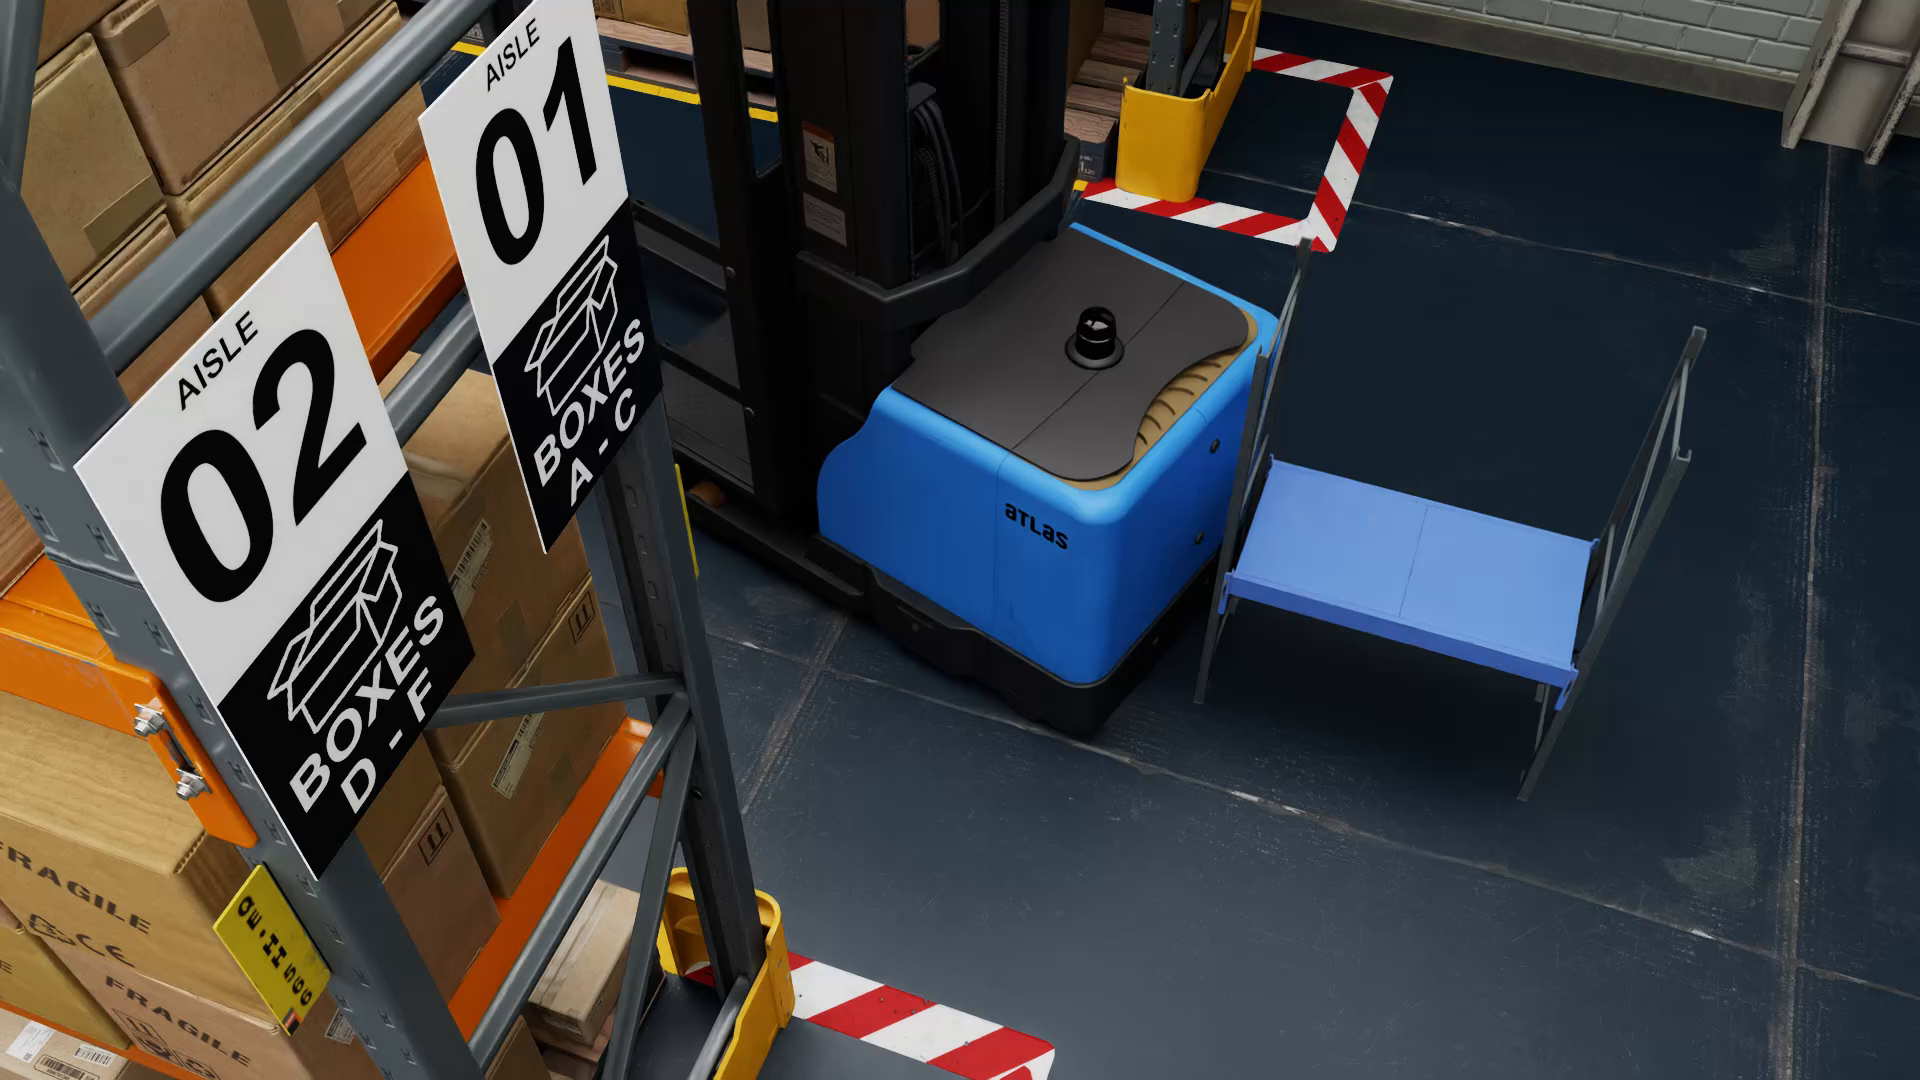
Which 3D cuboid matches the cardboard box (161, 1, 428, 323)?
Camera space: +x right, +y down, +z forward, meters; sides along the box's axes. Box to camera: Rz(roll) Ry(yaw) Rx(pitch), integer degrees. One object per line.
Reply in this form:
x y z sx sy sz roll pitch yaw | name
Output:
-1.127 -0.583 2.384 0.500 0.250 0.500 16 51 13 | cardboard box

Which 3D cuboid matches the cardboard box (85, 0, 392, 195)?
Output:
-1.124 -0.751 2.199 0.500 0.250 0.500 16 51 13 | cardboard box

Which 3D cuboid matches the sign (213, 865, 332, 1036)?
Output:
-0.944 0.571 2.295 0.005 0.325 0.100 16 51 13 | sign

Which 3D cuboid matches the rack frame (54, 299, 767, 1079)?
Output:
-0.733 0.665 3.188 0.127 3.000 1.000 16 51 13 | rack frame

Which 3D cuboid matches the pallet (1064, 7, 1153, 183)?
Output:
0.203 -2.088 7.420 1.213 0.211 1.003 16 51 13 | pallet

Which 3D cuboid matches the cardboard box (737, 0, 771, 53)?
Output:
-0.652 -2.541 7.343 0.500 0.500 0.700 14 51 12 | cardboard box

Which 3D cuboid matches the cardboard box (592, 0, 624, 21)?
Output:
-1.636 -2.811 7.578 0.500 0.500 0.700 15 51 13 | cardboard box

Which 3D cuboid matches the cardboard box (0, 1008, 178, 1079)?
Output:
-2.209 1.184 4.267 0.500 0.250 0.500 16 51 13 | cardboard box

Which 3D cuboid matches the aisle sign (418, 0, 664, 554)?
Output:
-0.567 -0.376 2.371 0.004 0.787 0.394 16 51 13 | aisle sign

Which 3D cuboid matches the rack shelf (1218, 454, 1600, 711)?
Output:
1.321 0.108 4.902 1.000 0.185 0.538 16 51 13 | rack shelf

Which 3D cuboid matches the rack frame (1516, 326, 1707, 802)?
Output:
1.797 0.126 4.648 0.032 1.500 0.500 16 51 13 | rack frame

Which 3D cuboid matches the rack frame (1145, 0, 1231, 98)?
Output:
0.980 -2.847 6.233 0.127 3.000 1.000 16 51 13 | rack frame

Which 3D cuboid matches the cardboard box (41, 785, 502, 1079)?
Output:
-1.247 0.708 3.085 0.500 0.500 0.500 17 51 14 | cardboard box

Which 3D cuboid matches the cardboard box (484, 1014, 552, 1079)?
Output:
-1.328 1.372 3.939 0.500 0.500 0.500 16 51 13 | cardboard box

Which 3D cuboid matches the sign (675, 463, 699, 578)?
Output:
-0.545 -0.003 3.195 0.005 0.325 0.100 16 51 13 | sign

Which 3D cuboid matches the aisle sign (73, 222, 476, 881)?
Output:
-0.775 0.049 2.002 0.004 0.787 0.394 16 51 13 | aisle sign

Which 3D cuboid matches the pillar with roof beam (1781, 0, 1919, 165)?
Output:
2.321 -1.666 1.239 0.400 9.000 9.100 16 51 13 | pillar with roof beam

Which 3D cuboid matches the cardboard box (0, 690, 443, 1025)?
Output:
-1.246 0.384 2.705 0.500 0.500 0.500 15 51 13 | cardboard box

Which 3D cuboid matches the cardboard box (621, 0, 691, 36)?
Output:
-1.155 -2.675 7.460 0.500 0.500 0.700 17 51 14 | cardboard box

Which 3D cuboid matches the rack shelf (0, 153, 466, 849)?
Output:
-2.609 -0.605 2.781 4.000 0.370 1.077 16 51 13 | rack shelf

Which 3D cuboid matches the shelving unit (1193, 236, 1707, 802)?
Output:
1.321 -0.010 4.766 1.048 1.500 0.538 16 51 13 | shelving unit

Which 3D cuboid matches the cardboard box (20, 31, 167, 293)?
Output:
-1.303 -0.385 1.883 0.500 0.250 0.500 16 51 13 | cardboard box

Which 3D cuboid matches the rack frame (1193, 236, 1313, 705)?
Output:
0.846 -0.145 4.883 0.032 1.500 0.500 16 51 13 | rack frame

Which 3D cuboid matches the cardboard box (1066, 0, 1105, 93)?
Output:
0.289 -2.278 7.116 0.500 0.500 0.700 16 51 13 | cardboard box

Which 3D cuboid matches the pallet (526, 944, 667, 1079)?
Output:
-1.552 1.351 4.440 1.213 0.211 1.003 16 51 13 | pallet

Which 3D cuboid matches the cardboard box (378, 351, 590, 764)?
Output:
-1.058 0.002 3.035 0.500 0.500 0.500 17 51 14 | cardboard box

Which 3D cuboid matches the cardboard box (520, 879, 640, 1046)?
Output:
-1.006 1.102 4.406 0.250 0.149 0.380 16 51 13 | cardboard box

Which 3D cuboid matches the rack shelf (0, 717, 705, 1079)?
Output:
-2.609 0.377 3.914 4.000 0.370 1.077 16 51 13 | rack shelf

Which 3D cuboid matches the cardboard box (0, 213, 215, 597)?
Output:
-1.306 -0.216 2.066 0.500 0.250 0.500 16 51 13 | cardboard box

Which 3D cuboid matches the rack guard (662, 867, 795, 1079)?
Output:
-0.804 1.464 4.150 0.348 0.500 1.175 16 51 13 | rack guard

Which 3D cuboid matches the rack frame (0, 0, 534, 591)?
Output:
-0.733 -1.299 0.921 0.127 3.000 1.000 16 51 13 | rack frame

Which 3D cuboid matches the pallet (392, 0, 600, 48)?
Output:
-2.086 -2.727 7.973 1.213 0.211 1.003 16 51 13 | pallet

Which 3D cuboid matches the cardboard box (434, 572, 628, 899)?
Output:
-1.058 0.330 3.413 0.500 0.500 0.500 17 51 14 | cardboard box

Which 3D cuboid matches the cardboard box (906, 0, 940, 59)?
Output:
-0.180 -2.409 7.229 0.500 0.500 0.700 15 51 13 | cardboard box

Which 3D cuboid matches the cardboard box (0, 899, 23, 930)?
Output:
-1.720 0.252 2.819 0.500 0.500 0.500 17 51 14 | cardboard box

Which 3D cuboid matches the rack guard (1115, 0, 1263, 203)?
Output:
1.003 -2.022 7.172 0.348 0.500 1.175 16 51 13 | rack guard

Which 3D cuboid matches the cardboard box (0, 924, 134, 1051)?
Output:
-1.735 0.575 3.201 0.500 0.500 0.500 16 51 13 | cardboard box

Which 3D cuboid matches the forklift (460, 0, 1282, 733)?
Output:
-0.502 -1.291 4.929 3.031 2.935 1.130 30 55 23 | forklift

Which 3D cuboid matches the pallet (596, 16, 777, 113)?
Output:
-0.937 -2.408 7.698 1.213 0.211 1.003 16 51 13 | pallet
